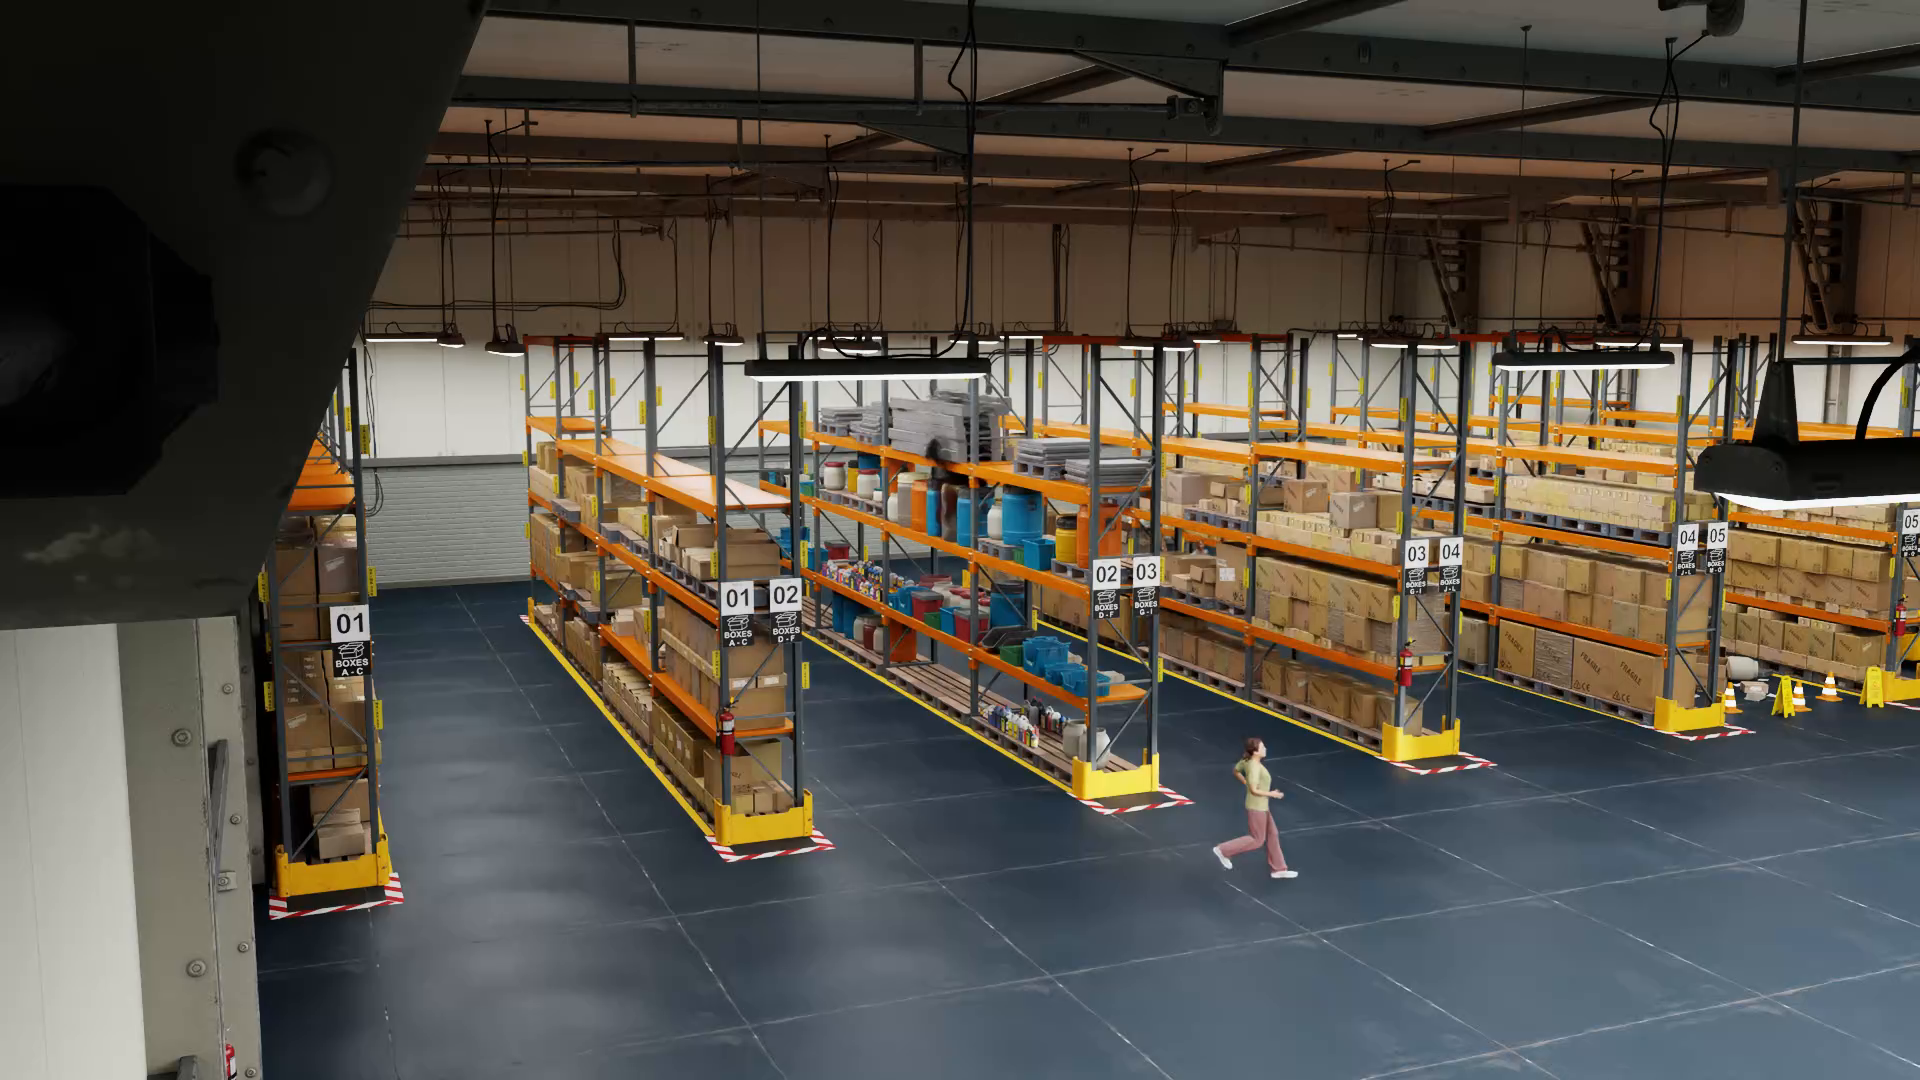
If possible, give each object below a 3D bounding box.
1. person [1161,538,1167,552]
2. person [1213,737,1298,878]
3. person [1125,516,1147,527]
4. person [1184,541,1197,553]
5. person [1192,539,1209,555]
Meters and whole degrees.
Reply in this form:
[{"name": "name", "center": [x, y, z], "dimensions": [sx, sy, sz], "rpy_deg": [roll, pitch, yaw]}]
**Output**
[{"name": "person", "center": [4.462, 0.497, 37.929], "dimensions": [0.595, 1.637, 0.634], "rpy_deg": [-2, 8, -17]}, {"name": "person", "center": [3.351, 3.023, 18.790], "dimensions": [0.970, 1.633, 0.592], "rpy_deg": [0, 8, 3]}, {"name": "person", "center": [4.285, 0.030, 40.887], "dimensions": [0.725, 1.746, 0.777], "rpy_deg": [6, 10, 38]}, {"name": "person", "center": [5.923, -0.020, 41.944], "dimensions": [0.624, 1.592, 0.718], "rpy_deg": [4, 9, 27]}, {"name": "person", "center": [5.255, 0.771, 36.053], "dimensions": [0.552, 1.536, 0.618], "rpy_deg": [-2, 8, -16]}]
